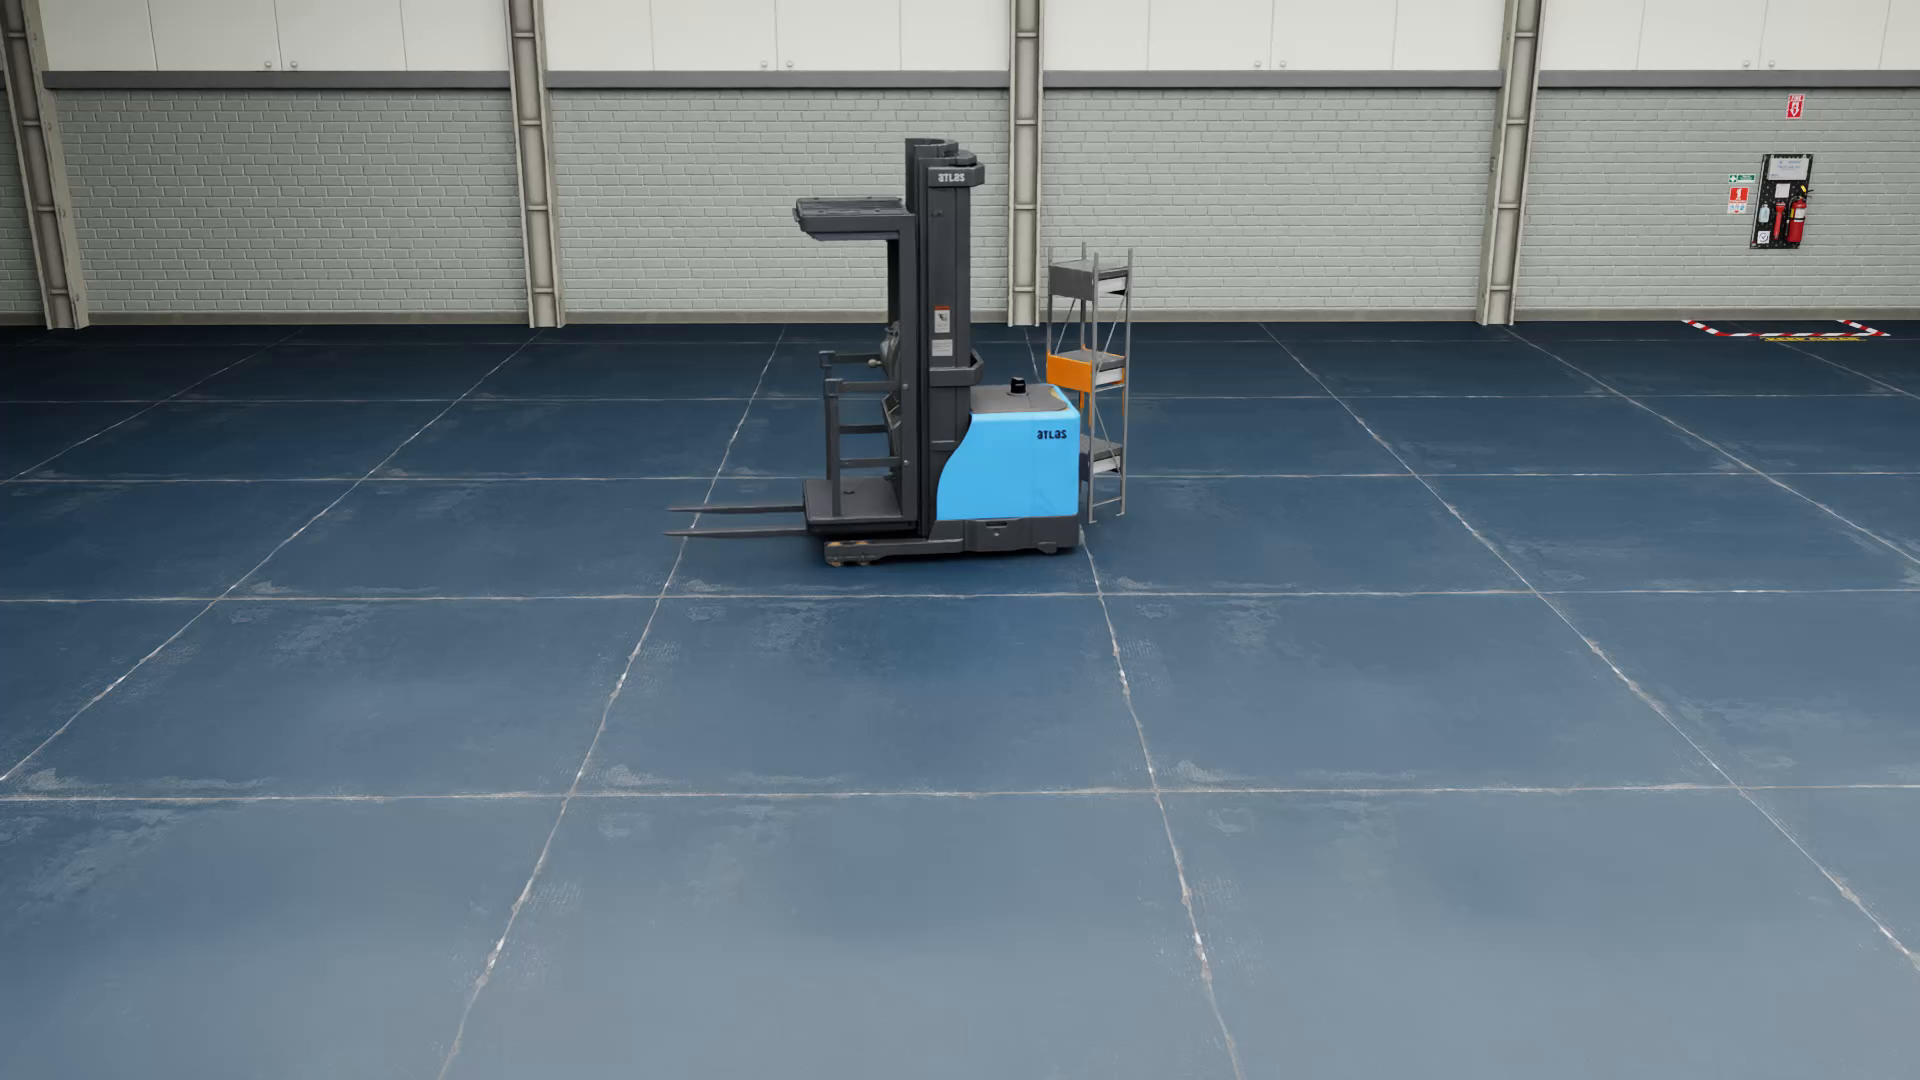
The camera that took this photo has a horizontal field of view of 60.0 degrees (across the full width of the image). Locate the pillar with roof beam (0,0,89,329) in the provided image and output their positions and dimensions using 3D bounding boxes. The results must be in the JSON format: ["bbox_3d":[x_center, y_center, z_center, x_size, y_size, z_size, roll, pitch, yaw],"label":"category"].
[{"bbox_3d":[-11.131,-5.649,15.424,0.400,9.000,9.100,0,18,-1],"label":"pillar with roof beam"}]

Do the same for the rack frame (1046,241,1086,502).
[{"bbox_3d":[0.825,-1.276,13.087,0.400,2.100,0.015,-15,23,-39],"label":"rack frame"}]

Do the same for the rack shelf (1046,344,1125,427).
[{"bbox_3d":[0.987,-1.207,12.918,0.431,0.518,0.480,-15,23,-39],"label":"rack shelf"}]

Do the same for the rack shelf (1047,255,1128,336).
[{"bbox_3d":[0.987,-1.874,12.704,0.431,0.518,0.480,-15,23,-39],"label":"rack shelf"}]

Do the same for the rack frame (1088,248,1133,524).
[{"bbox_3d":[1.148,-1.164,12.739,0.400,2.100,0.015,-15,23,-39],"label":"rack frame"}]

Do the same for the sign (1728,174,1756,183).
[{"bbox_3d":[9.777,-4.518,20.794,0.331,0.109,0.001,0,18,-1],"label":"sign"}]

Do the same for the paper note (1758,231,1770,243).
[{"bbox_3d":[10.149,-3.823,20.997,0.142,0.148,0.016,0,18,-1],"label":"paper note"}]

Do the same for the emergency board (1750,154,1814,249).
[{"bbox_3d":[10.327,-4.222,20.799,0.643,1.169,0.194,0,18,-1],"label":"emergency board"}]

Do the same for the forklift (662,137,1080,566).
[{"bbox_3d":[-0.677,-1.382,12.056,3.031,2.935,1.130,-2,18,-7],"label":"forklift"}]

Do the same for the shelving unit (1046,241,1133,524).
[{"bbox_3d":[0.987,-1.220,12.913,0.431,2.100,0.503,-15,23,-39],"label":"shelving unit"}]

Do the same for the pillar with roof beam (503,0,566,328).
[{"bbox_3d":[-5.131,-5.678,15.514,0.400,9.000,9.100,0,18,-1],"label":"pillar with roof beam"}]

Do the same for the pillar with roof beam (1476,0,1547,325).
[{"bbox_3d":[6.867,-5.735,15.695,0.400,9.000,9.100,0,18,-1],"label":"pillar with roof beam"}]

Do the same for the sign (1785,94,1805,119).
[{"bbox_3d":[10.317,-5.356,20.540,0.199,0.298,0.001,0,18,-1],"label":"sign"}]

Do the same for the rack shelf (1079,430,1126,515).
[{"bbox_3d":[0.987,-0.541,13.131,0.431,0.518,0.480,-15,23,-39],"label":"rack shelf"}]

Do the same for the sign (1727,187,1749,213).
[{"bbox_3d":[9.772,-4.268,20.883,0.234,0.329,0.001,0,18,-1],"label":"sign"}]

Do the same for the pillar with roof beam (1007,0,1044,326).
[{"bbox_3d":[0.868,-5.706,15.604,0.400,9.000,9.100,0,18,-1],"label":"pillar with roof beam"}]
